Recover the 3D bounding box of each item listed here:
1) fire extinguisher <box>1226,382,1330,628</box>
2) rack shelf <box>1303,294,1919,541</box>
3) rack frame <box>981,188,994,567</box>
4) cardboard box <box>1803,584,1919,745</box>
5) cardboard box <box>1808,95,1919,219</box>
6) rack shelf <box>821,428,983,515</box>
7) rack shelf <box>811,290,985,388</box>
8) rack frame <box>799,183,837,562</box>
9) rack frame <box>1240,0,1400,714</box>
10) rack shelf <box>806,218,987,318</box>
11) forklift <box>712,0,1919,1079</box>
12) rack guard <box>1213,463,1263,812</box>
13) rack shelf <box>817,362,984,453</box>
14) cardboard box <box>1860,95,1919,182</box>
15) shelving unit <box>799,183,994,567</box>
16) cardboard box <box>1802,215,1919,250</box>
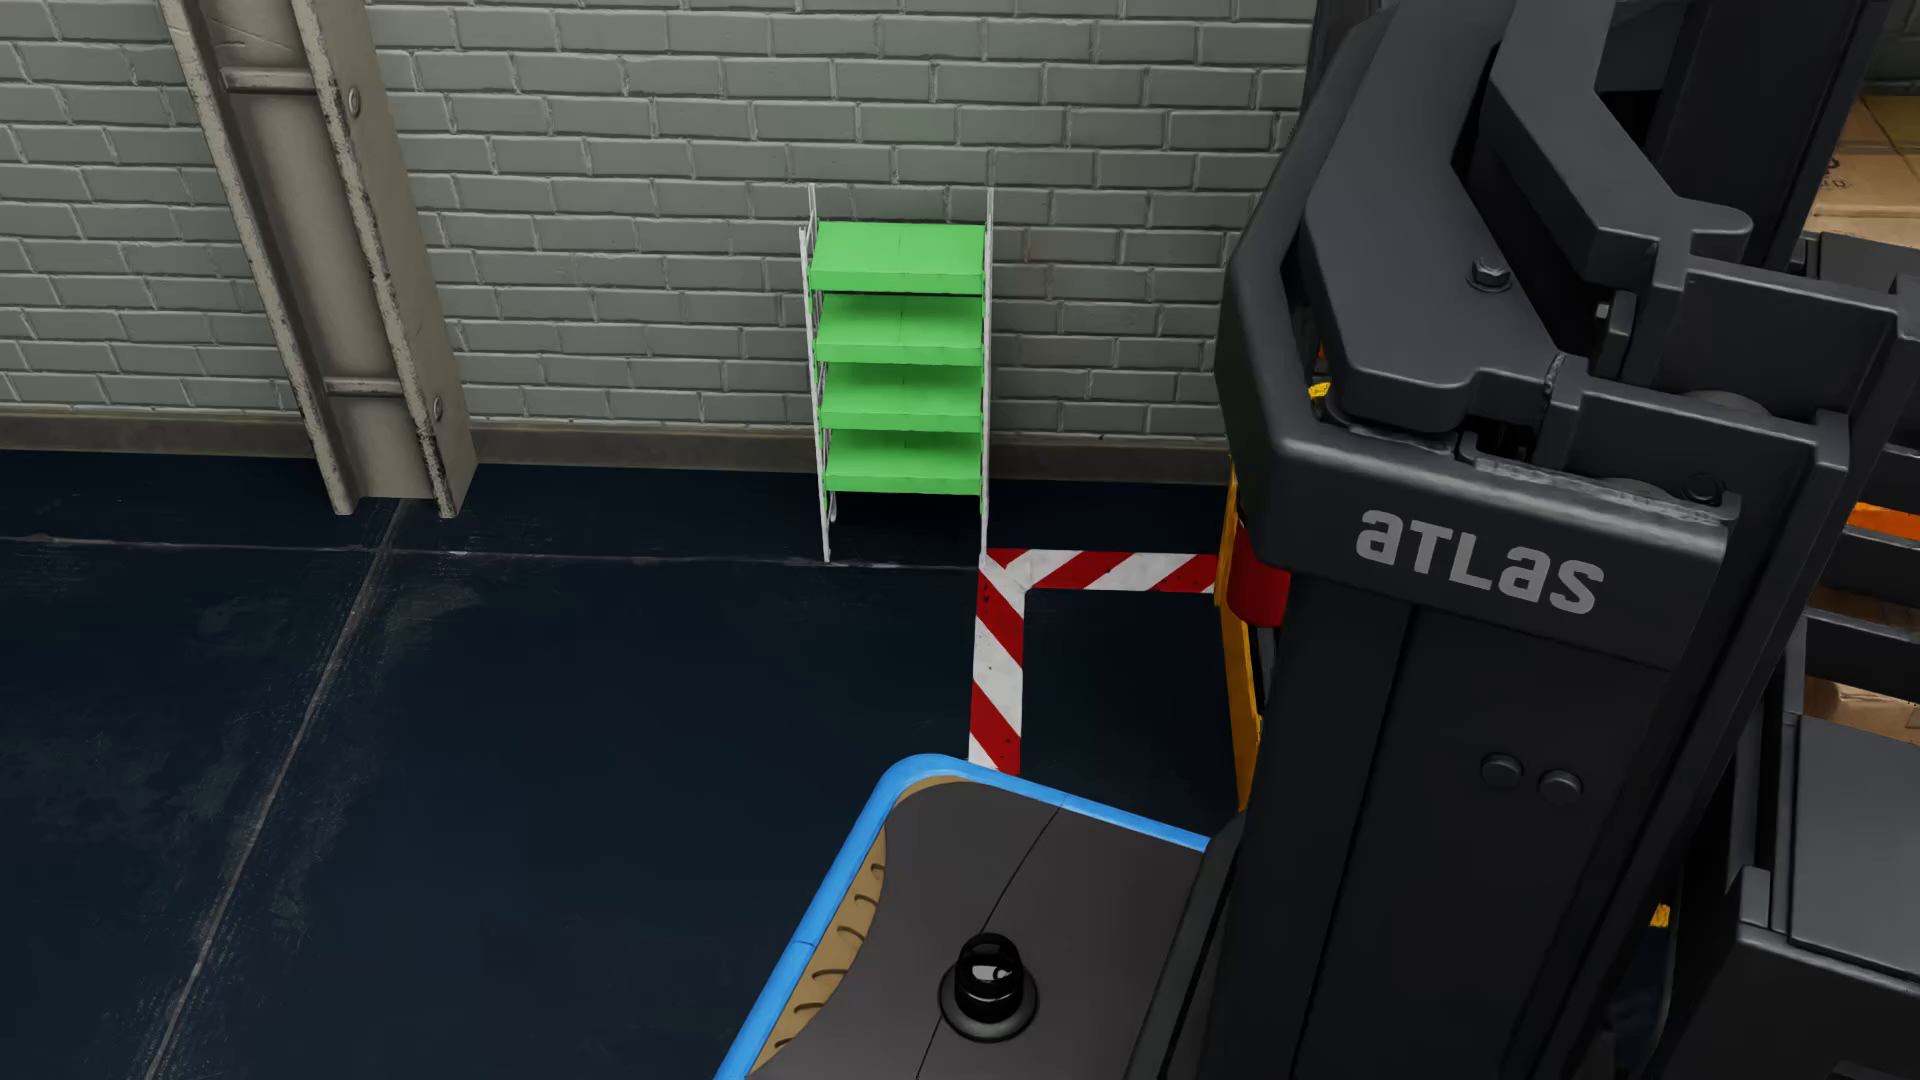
[{"bbox_3d":[0.680,-0.107,3.495,0.183,0.674,0.296,2,43,2],"label":"fire extinguisher"},{"bbox_3d":[2.846,-0.258,3.854,4.000,0.370,1.077,2,43,2],"label":"rack shelf"},{"bbox_3d":[0.078,-0.437,4.838,0.015,1.200,0.240,2,43,2],"label":"rack frame"},{"bbox_3d":[2.307,0.315,4.237,0.500,0.500,0.700,3,43,4],"label":"cardboard box"},{"bbox_3d":[1.834,-0.786,3.785,0.500,0.250,0.500,2,43,2],"label":"cardboard box"},{"bbox_3d":[-0.165,-0.222,5.054,0.480,0.148,0.258,2,43,2],"label":"rack shelf"},{"bbox_3d":[-0.166,-0.573,4.726,0.480,0.148,0.258,2,43,2],"label":"rack shelf"},{"bbox_3d":[-0.409,-0.452,4.855,0.015,1.200,0.240,2,43,2],"label":"rack frame"},{"bbox_3d":[0.848,-0.582,3.674,0.127,3.000,1.000,2,43,2],"label":"rack frame"},{"bbox_3d":[-0.166,-0.749,4.563,0.480,0.148,0.258,2,43,2],"label":"rack shelf"},{"bbox_3d":[1.083,0.792,2.250,3.031,2.935,1.130,15,45,16],"label":"forklift"},{"bbox_3d":[0.924,0.335,4.524,0.348,0.500,1.175,2,43,2],"label":"rack guard"},{"bbox_3d":[-0.165,-0.397,4.890,0.480,0.148,0.258,2,43,2],"label":"rack shelf"},{"bbox_3d":[2.329,-0.768,3.765,0.500,0.250,0.500,3,43,3],"label":"cardboard box"},{"bbox_3d":[-0.165,-0.444,4.846,0.503,1.200,0.258,2,43,2],"label":"shelving unit"},{"bbox_3d":[1.792,-0.423,3.396,0.500,0.250,0.500,2,43,2],"label":"cardboard box"}]
